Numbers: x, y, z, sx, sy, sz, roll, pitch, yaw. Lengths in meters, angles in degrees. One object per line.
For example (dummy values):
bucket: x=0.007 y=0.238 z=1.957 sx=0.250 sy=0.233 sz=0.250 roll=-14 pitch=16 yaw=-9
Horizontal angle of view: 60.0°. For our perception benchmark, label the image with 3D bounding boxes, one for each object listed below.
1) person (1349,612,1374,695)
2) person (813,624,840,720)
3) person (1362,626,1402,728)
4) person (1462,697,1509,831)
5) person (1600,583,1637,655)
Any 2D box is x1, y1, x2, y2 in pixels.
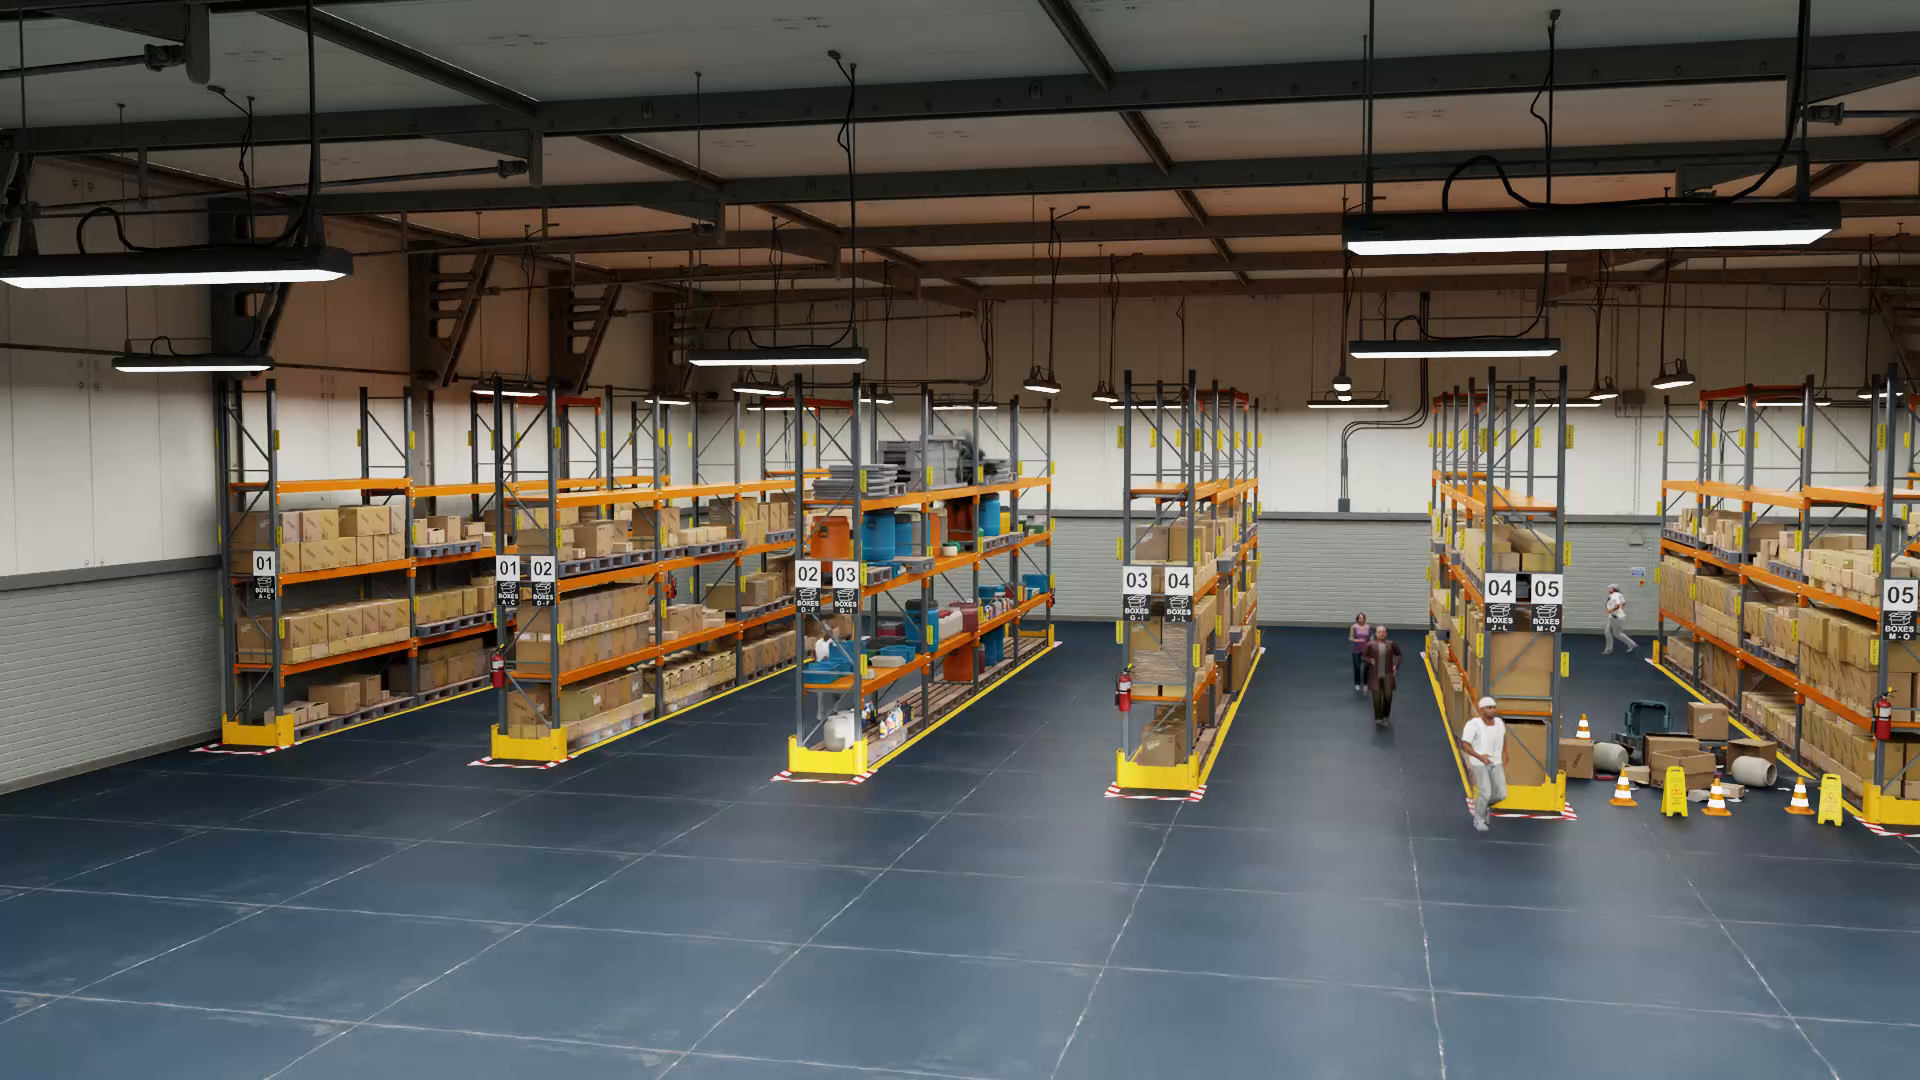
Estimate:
person: x=7.922 y=2.236 z=32.785 sx=0.507 sy=1.621 sz=0.682 roll=0 pitch=3 yaw=8
person: x=-2.400 y=2.345 z=29.953 sx=0.581 sy=1.676 sz=0.931 roll=1 pitch=3 yaw=10
person: x=7.337 y=2.391 z=28.920 sx=0.691 sy=1.777 sz=0.695 roll=1 pitch=4 yaw=13
person: x=6.764 y=2.861 z=21.285 sx=0.736 sy=1.721 sz=0.597 roll=-1 pitch=4 yaw=-18
person: x=15.321 y=1.860 z=38.670 sx=0.784 sy=1.695 sz=0.603 roll=1 pitch=4 yaw=22
